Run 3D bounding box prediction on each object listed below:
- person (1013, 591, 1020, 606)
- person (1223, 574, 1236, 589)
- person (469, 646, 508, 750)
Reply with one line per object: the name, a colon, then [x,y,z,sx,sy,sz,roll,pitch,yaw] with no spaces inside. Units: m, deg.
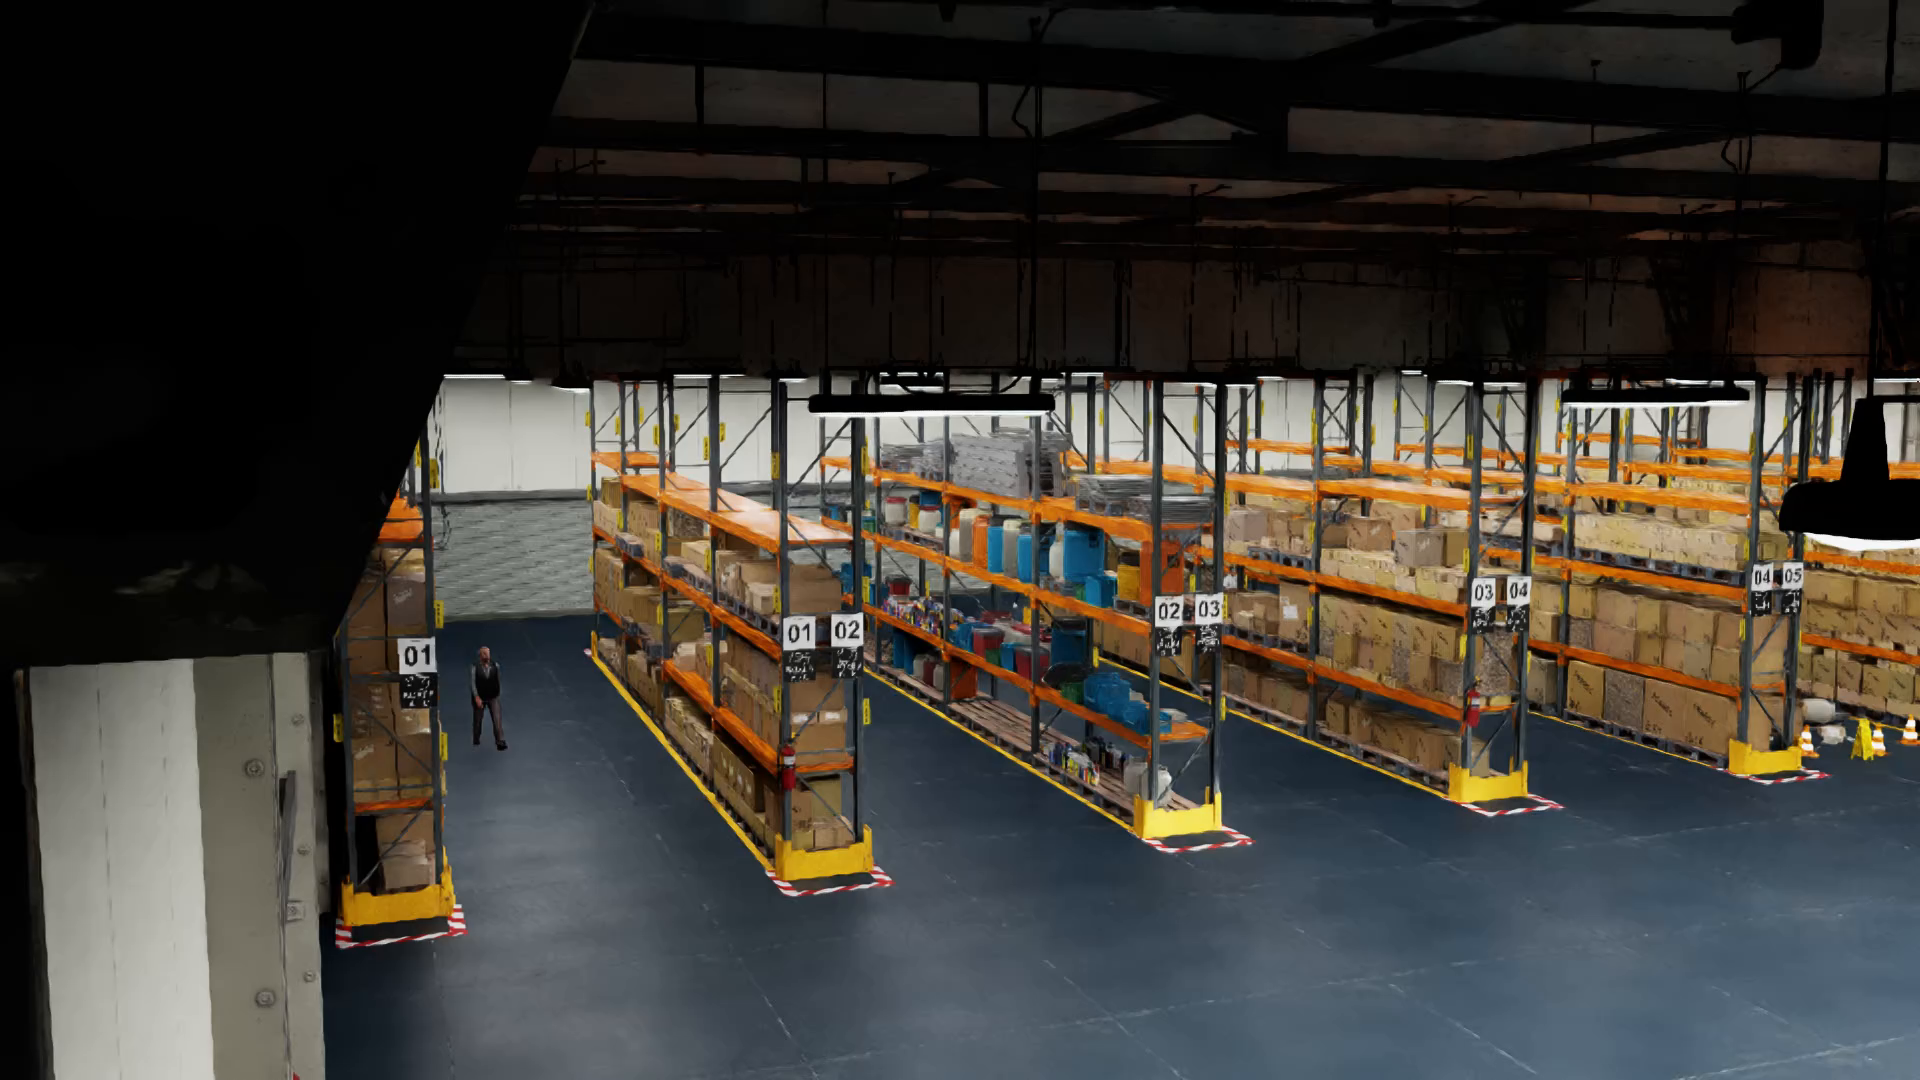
person: [1.686,0.972,41.634,0.537,1.417,0.782,-5,8,-37]
person: [6.133,1.453,37.644,0.495,1.333,1.086,-2,7,-17]
person: [-7.614,2.523,26.685,0.538,1.661,1.011,-3,7,-29]
